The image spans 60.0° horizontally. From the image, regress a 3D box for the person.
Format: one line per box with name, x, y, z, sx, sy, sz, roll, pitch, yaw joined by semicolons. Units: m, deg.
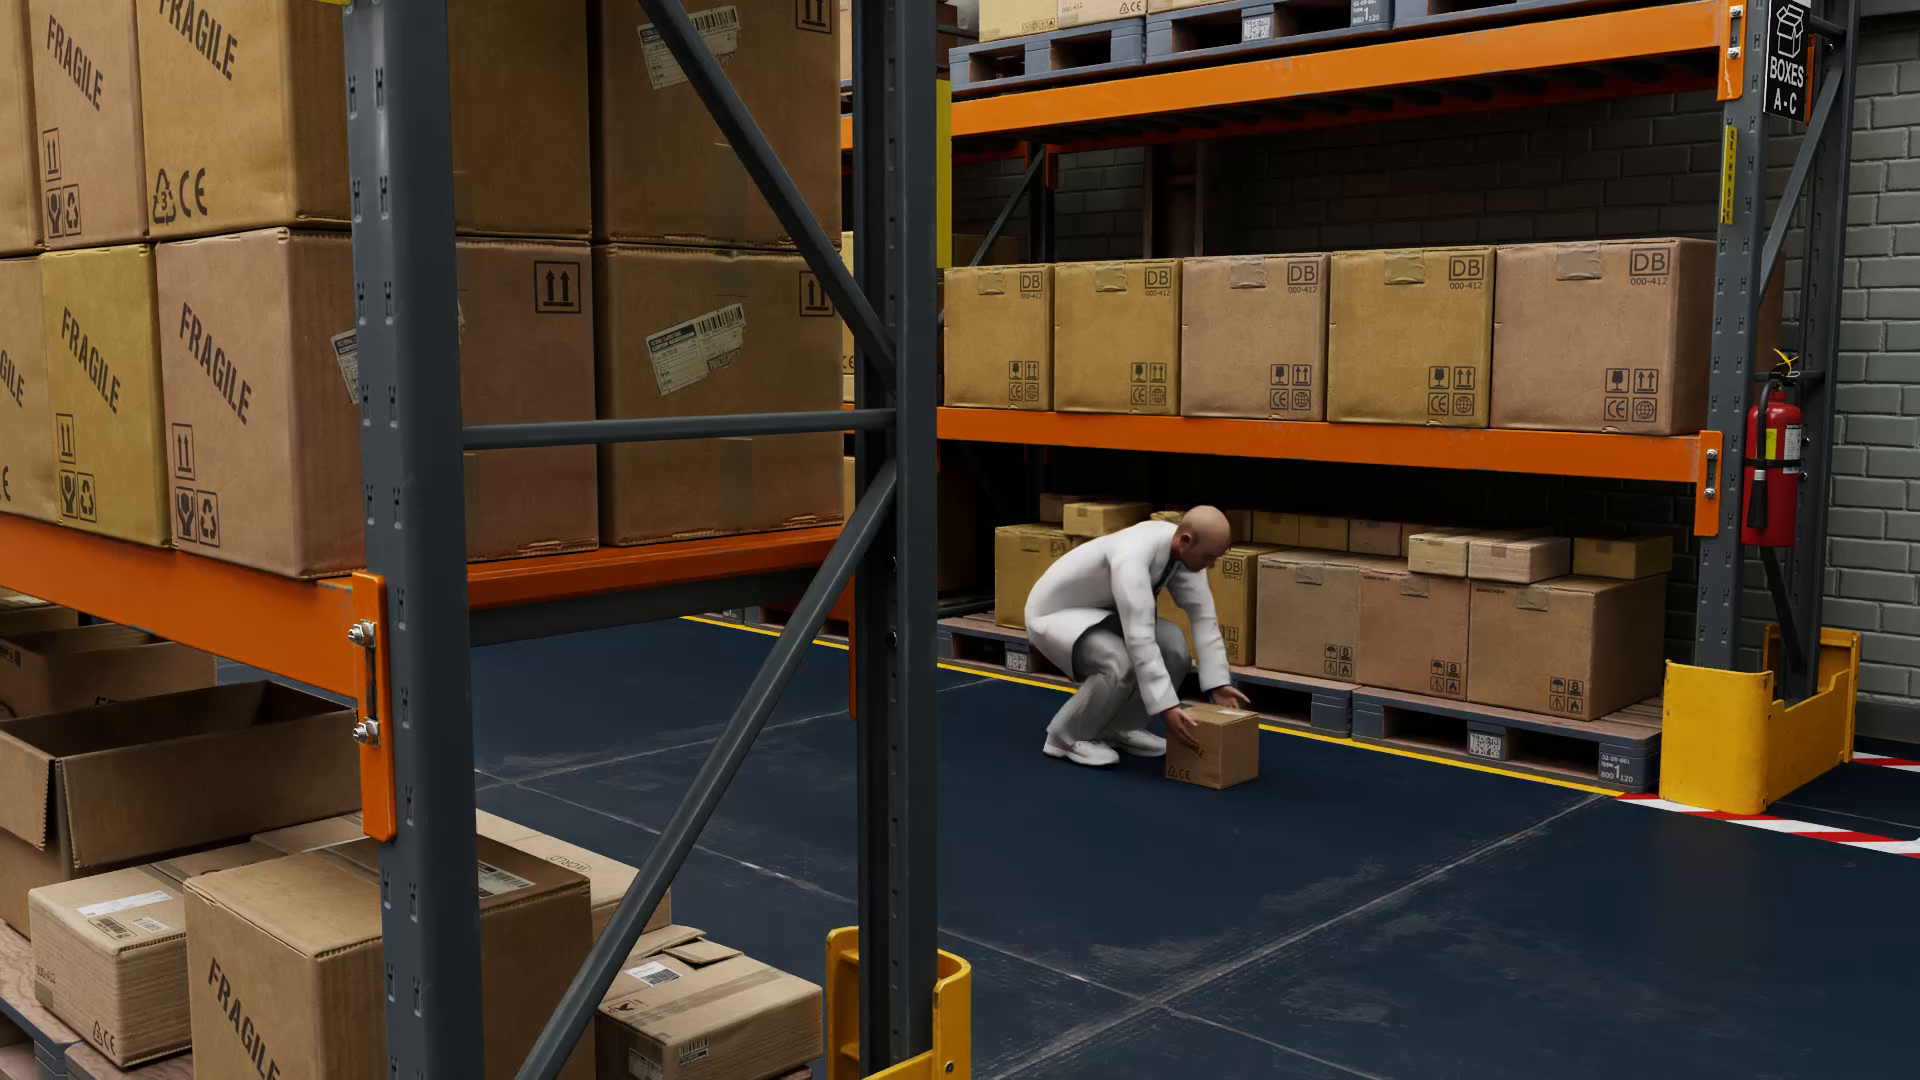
person;0.668;0.358;6.497;0.893;1.024;0.611;6;9;42
